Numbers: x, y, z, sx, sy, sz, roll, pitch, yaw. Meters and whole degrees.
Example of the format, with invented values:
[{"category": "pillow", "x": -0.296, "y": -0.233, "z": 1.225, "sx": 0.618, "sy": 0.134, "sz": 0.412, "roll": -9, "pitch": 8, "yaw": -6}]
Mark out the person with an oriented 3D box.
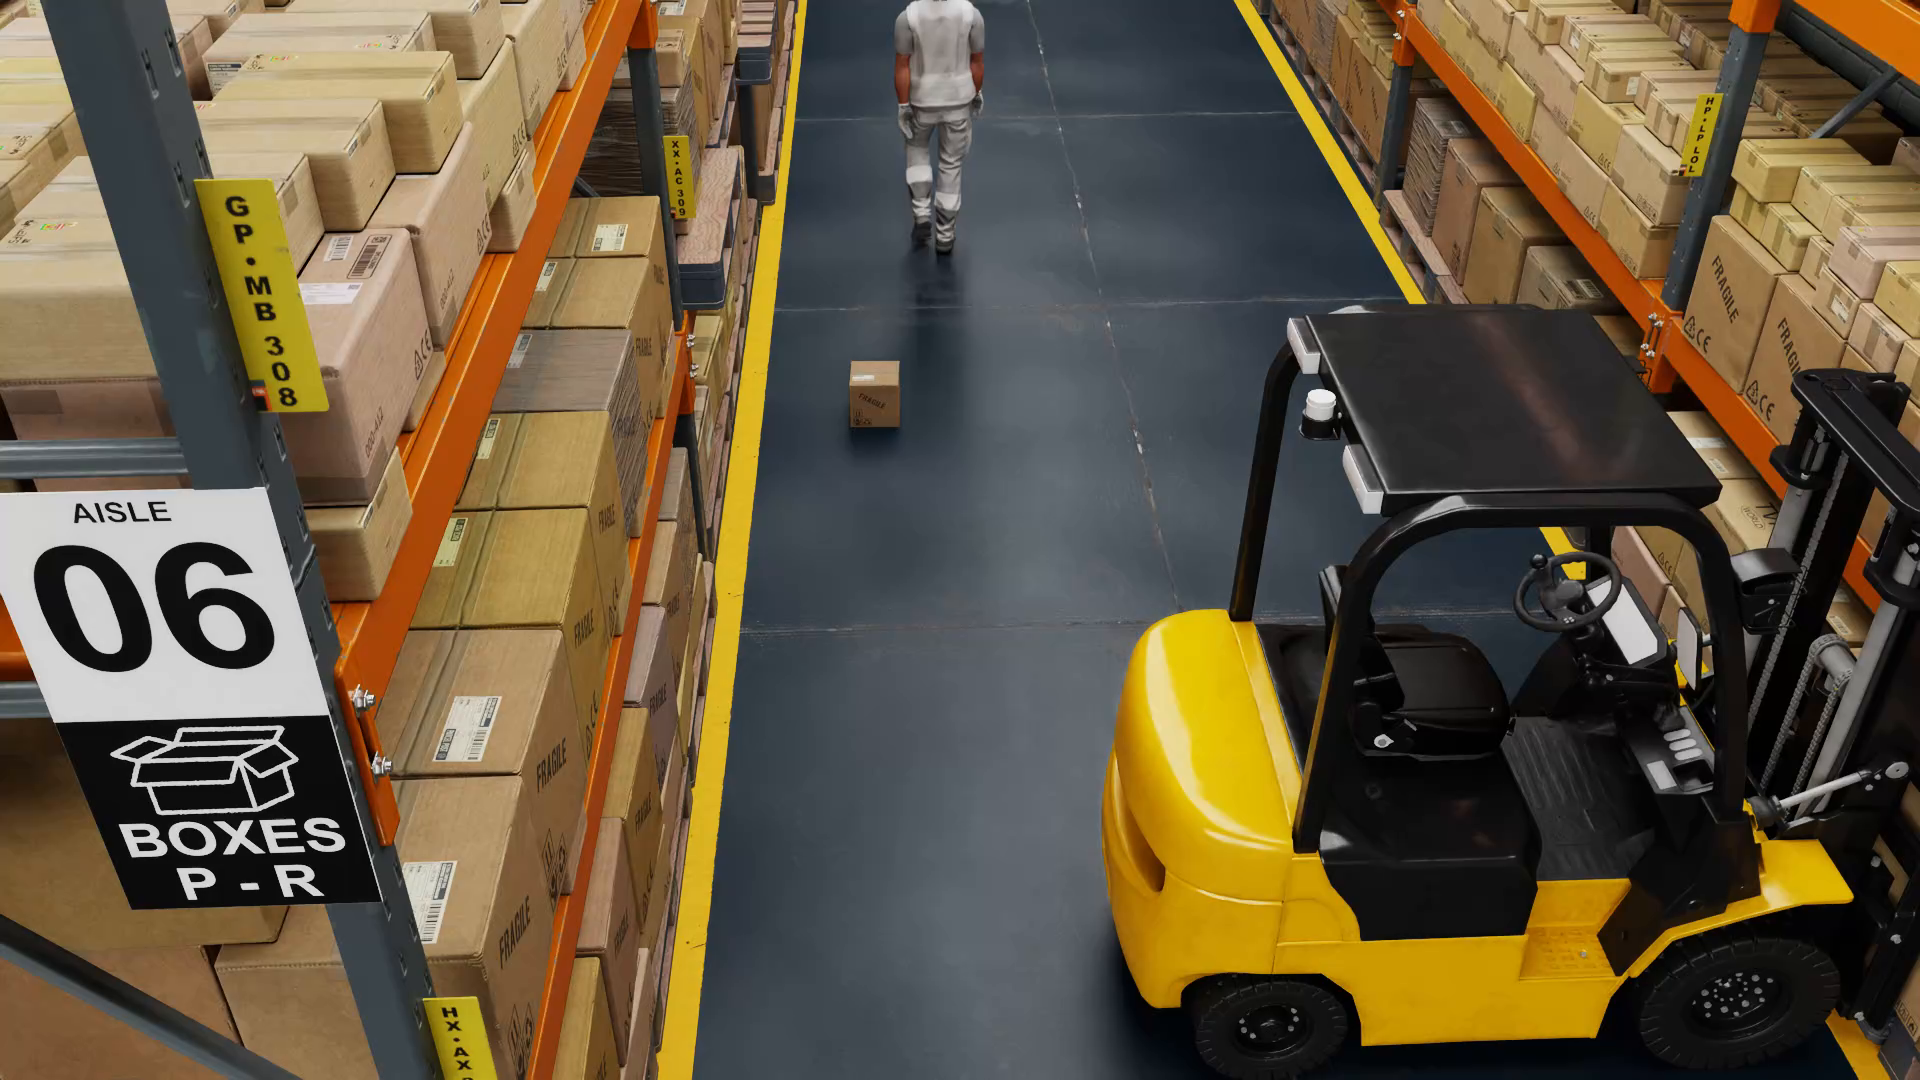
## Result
[{"category": "person", "x": -0.120, "y": -2.597, "z": 9.820, "sx": 0.523, "sy": 1.800, "sz": 0.470, "roll": 0, "pitch": 35, "yaw": -1}]
